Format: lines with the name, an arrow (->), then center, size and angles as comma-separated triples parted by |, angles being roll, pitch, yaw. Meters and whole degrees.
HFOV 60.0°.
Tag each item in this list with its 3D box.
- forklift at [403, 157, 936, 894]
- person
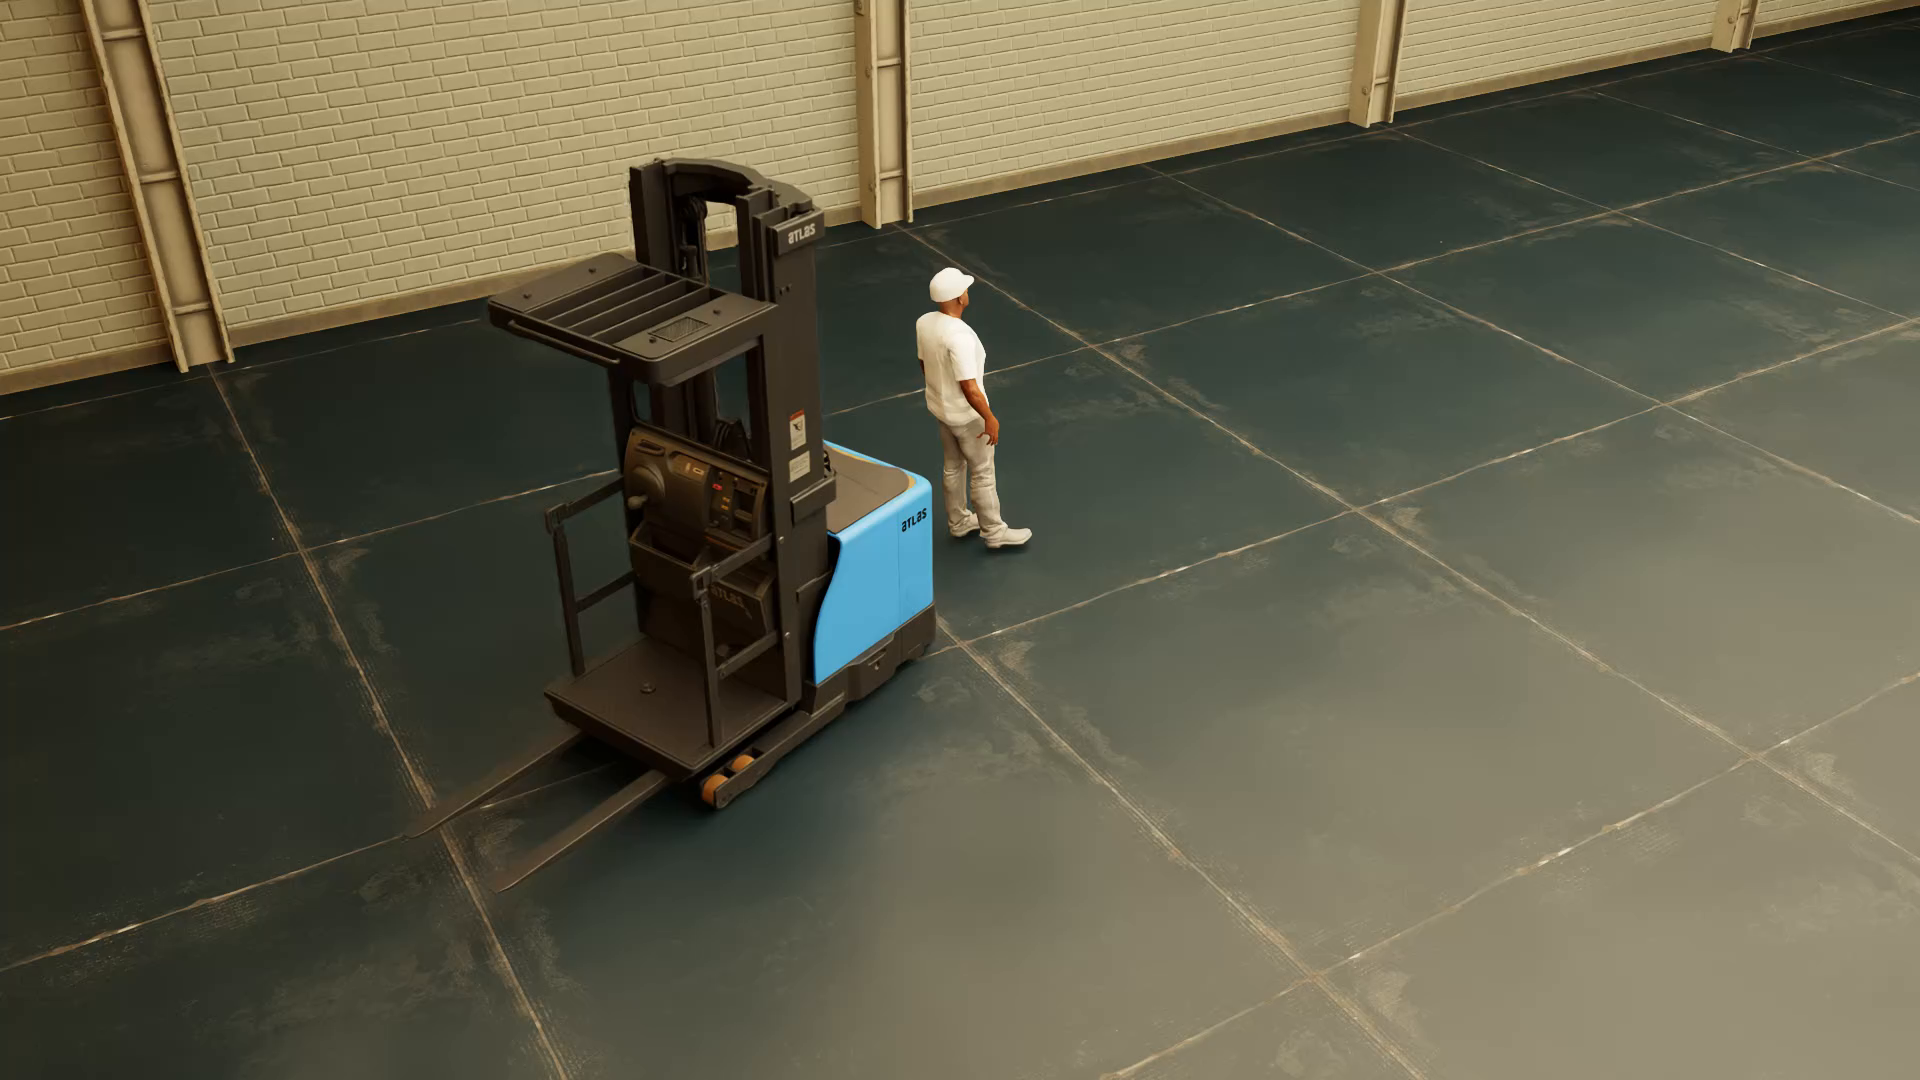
forklift -> -1.427, -0.210, 7.998 | 1.130, 2.935, 3.031 | 21, 37, 31
person -> 0.062, -0.814, 10.048 | 0.577, 1.765, 0.665 | -17, 35, -26
